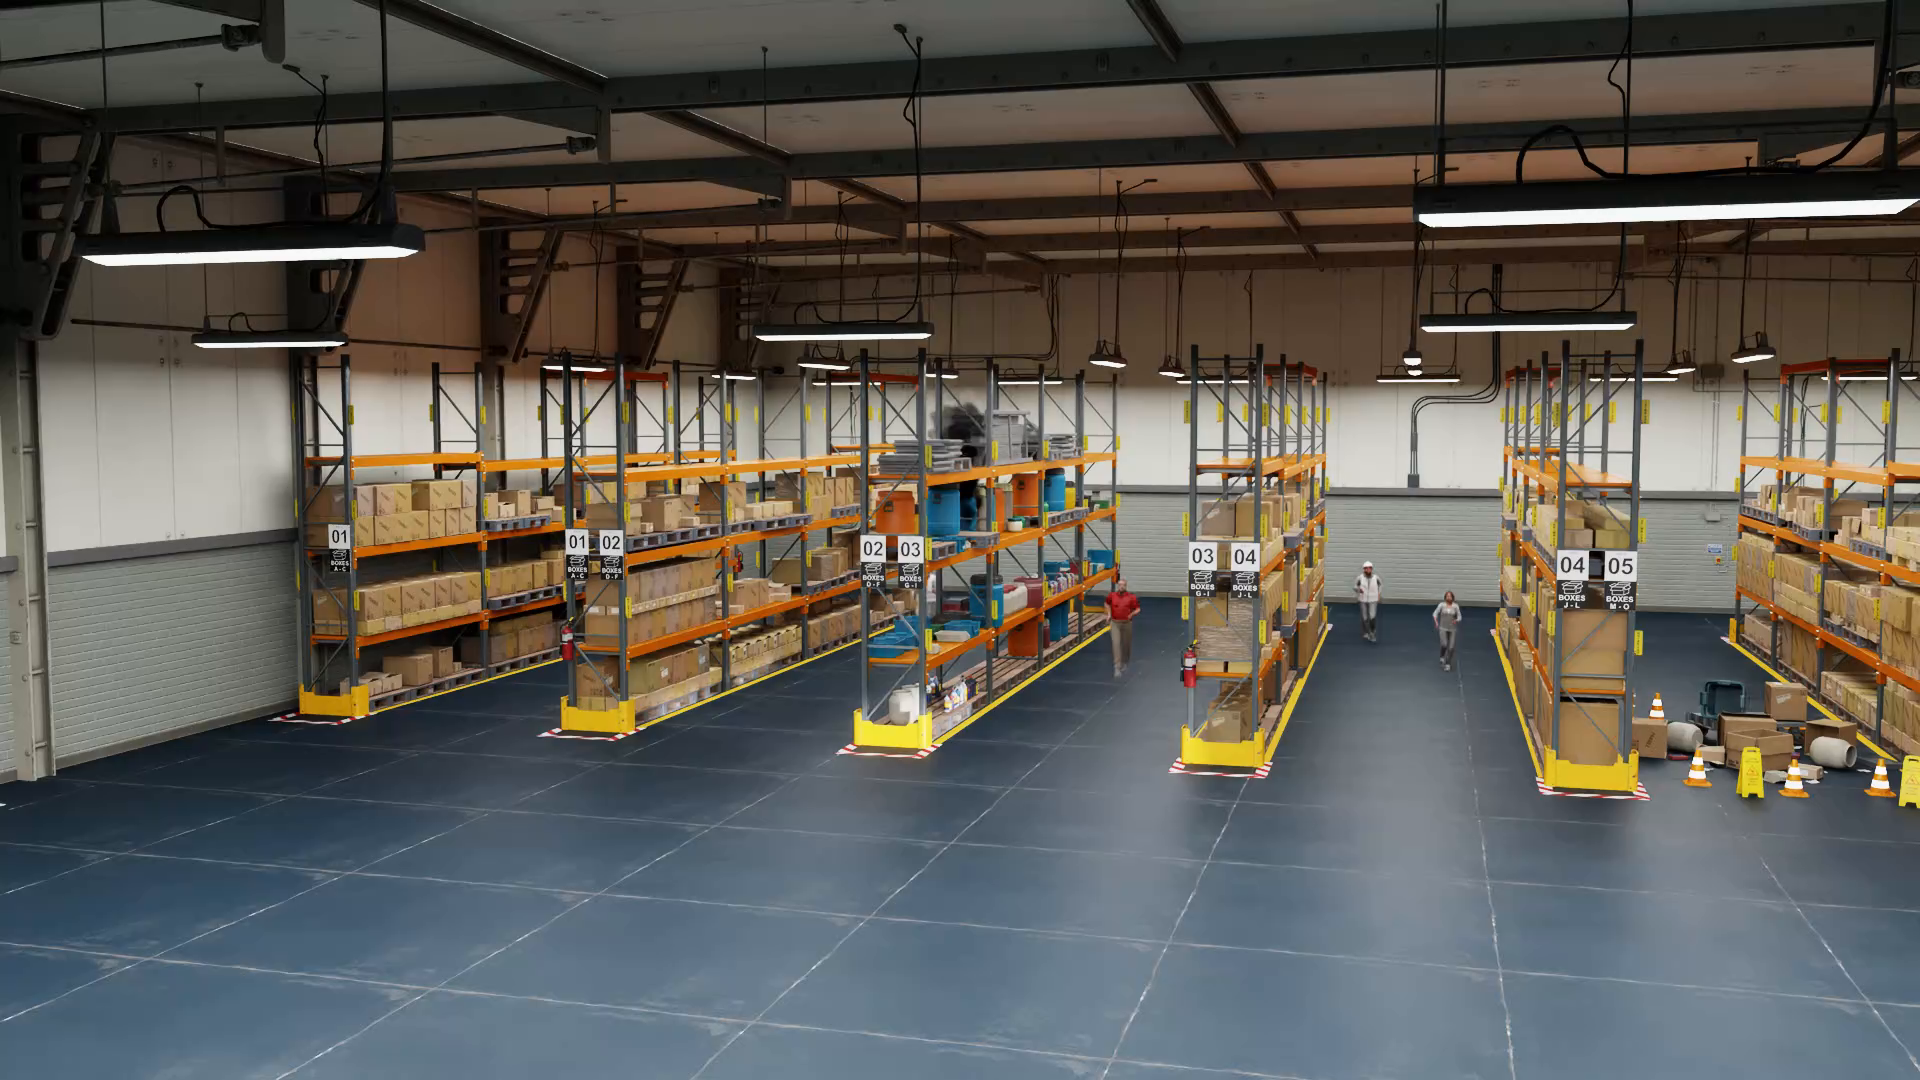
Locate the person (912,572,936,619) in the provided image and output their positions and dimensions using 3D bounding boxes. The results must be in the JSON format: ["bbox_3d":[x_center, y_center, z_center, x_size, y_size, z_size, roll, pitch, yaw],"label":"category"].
[{"bbox_3d":[-0.757,1.376,36.586,0.714,1.788,0.842,1,4,14],"label":"person"}]

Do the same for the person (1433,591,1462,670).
[{"bbox_3d":[9.545,1.779,32.542,0.524,1.561,0.559,1,4,11],"label":"person"}]

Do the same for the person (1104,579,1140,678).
[{"bbox_3d":[2.941,1.591,30.263,0.664,1.757,0.881,1,4,8],"label":"person"}]

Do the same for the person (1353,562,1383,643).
[{"bbox_3d":[9.016,1.378,36.785,0.642,1.811,0.735,1,4,16],"label":"person"}]
